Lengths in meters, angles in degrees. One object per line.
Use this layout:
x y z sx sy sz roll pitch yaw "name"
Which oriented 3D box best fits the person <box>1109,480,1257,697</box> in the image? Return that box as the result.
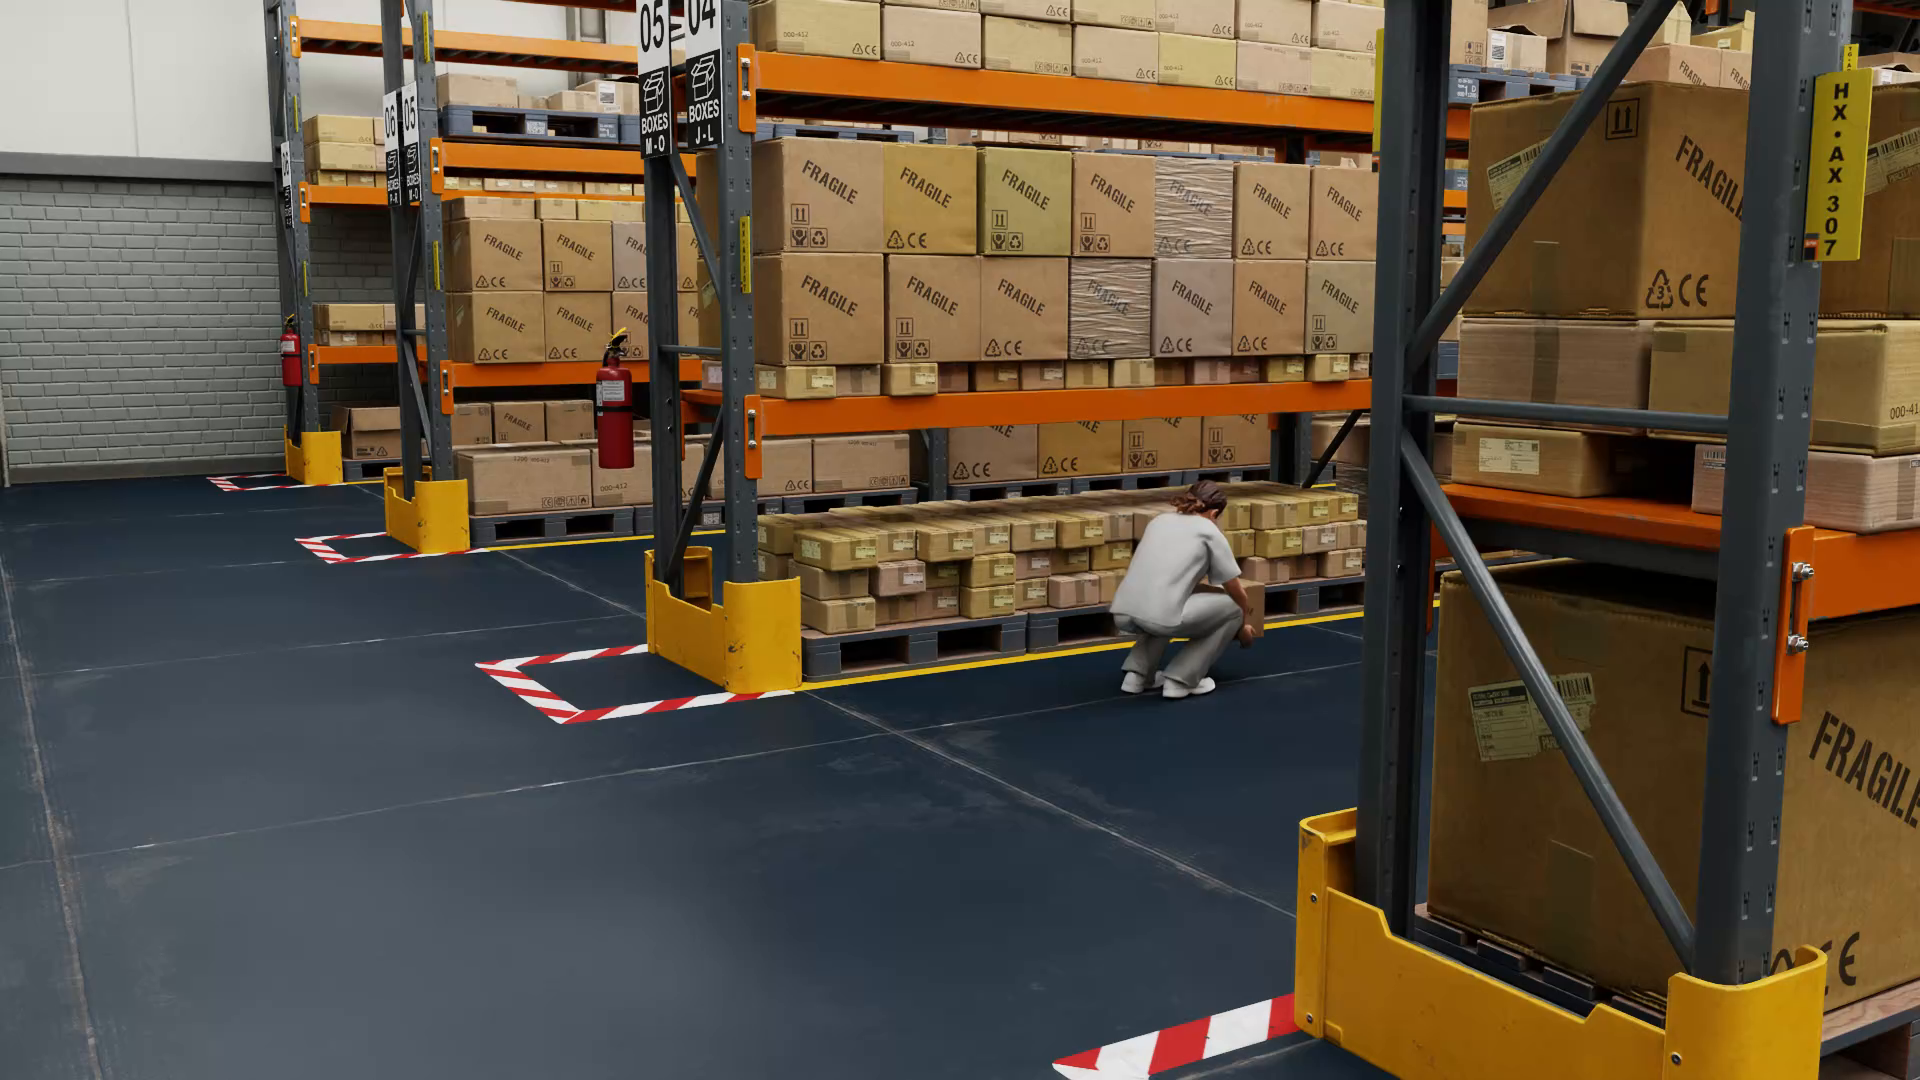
1.016 0.212 7.485 0.808 0.934 0.492 -8 11 -43 "person"
